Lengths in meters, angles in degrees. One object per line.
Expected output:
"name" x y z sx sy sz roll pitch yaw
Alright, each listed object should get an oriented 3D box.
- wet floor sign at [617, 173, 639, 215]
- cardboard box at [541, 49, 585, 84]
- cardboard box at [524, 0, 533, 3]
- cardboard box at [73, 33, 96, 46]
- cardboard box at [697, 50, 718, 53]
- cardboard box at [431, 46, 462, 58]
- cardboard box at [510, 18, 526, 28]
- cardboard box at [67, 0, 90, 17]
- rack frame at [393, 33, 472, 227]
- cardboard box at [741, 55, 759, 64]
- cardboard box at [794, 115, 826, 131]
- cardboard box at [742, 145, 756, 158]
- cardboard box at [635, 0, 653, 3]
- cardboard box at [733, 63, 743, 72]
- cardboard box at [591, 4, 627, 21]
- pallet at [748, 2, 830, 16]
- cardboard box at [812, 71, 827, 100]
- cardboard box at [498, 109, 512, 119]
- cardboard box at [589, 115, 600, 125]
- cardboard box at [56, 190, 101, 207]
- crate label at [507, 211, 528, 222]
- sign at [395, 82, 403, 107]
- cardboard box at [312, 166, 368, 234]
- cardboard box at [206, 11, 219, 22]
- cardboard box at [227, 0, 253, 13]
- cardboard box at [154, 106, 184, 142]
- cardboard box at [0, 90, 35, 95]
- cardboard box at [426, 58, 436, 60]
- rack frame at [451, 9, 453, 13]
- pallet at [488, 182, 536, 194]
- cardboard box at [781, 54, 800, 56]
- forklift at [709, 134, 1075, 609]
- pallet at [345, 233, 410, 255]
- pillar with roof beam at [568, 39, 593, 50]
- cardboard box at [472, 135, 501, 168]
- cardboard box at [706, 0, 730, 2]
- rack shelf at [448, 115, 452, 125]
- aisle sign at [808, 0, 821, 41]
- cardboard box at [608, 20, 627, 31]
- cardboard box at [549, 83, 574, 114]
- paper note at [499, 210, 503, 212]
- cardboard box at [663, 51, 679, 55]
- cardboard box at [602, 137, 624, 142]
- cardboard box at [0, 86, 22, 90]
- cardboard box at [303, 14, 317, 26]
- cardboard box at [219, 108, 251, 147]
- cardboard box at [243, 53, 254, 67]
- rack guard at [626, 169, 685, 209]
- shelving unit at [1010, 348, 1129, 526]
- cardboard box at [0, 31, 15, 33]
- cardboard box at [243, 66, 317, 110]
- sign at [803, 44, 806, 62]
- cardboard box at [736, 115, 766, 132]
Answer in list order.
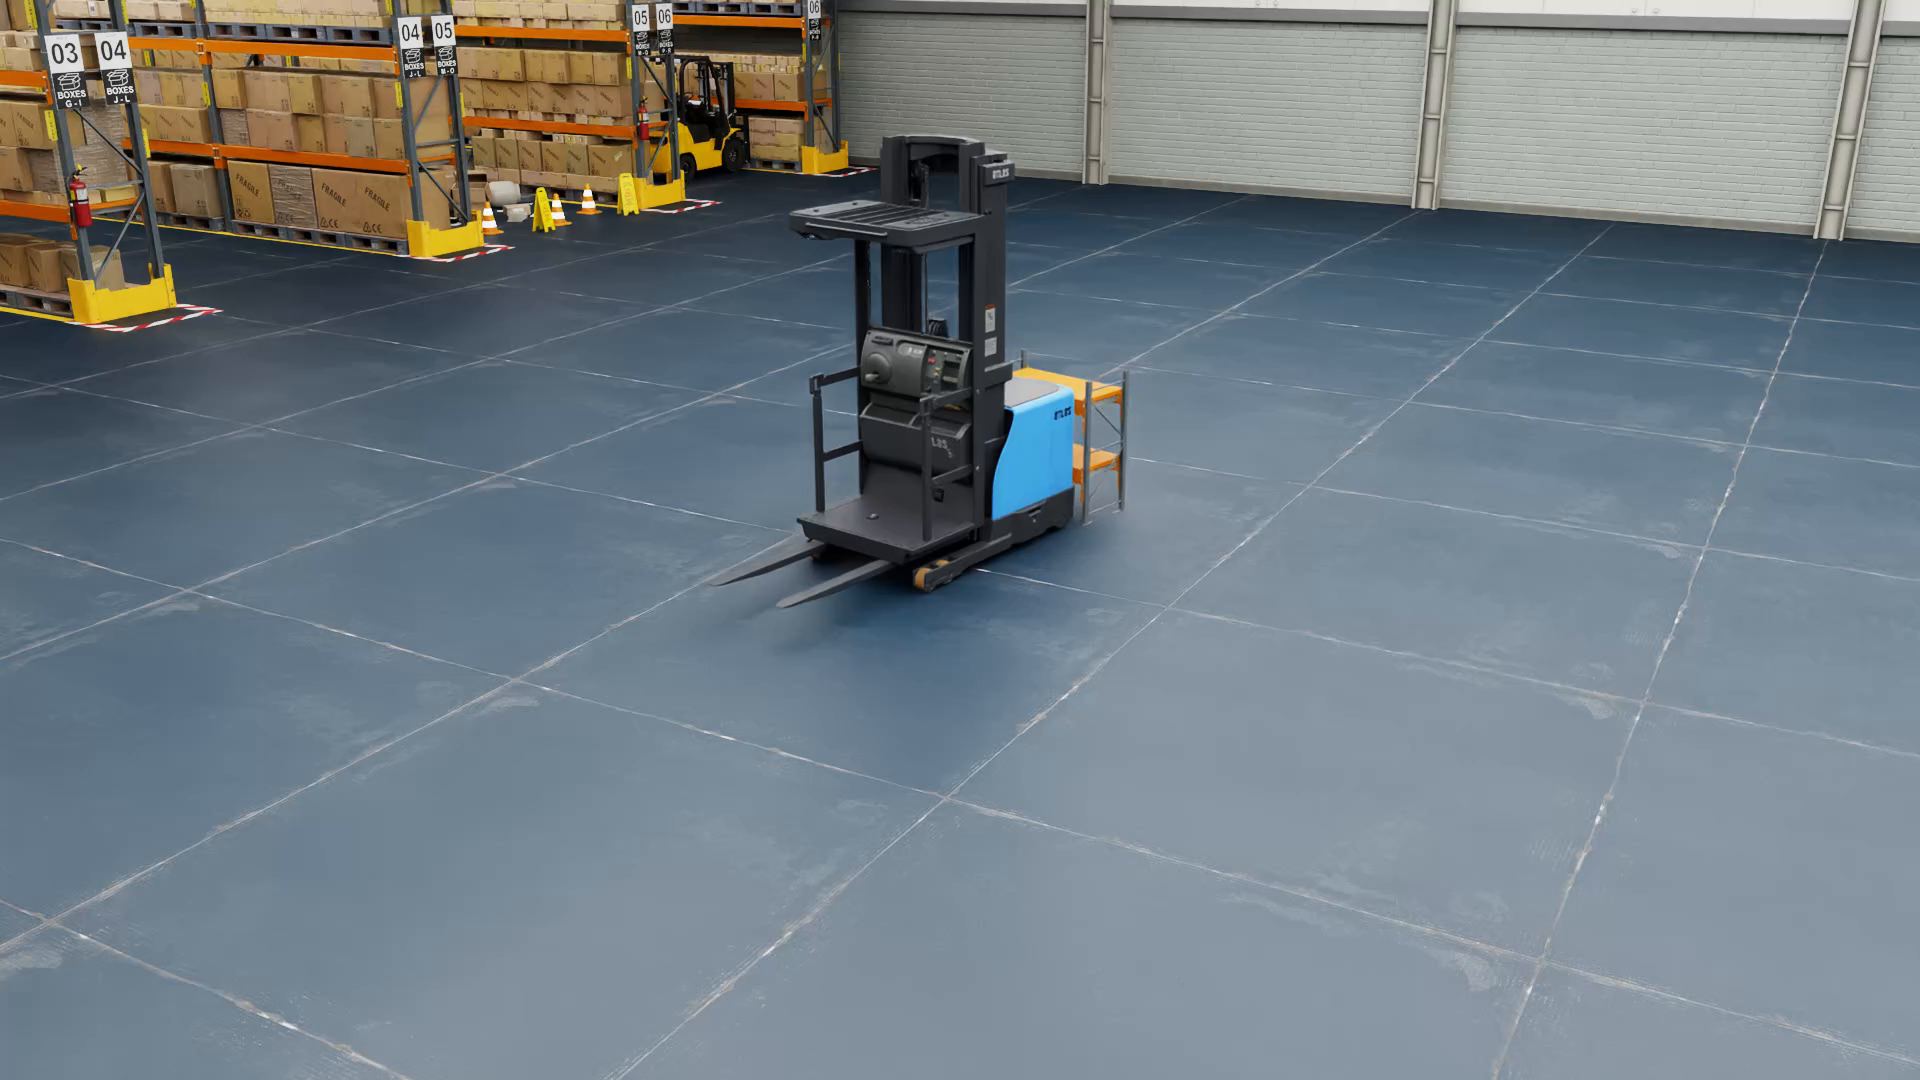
"wet floor sign" -5.377 -5.588 26.823 0.267 0.644 0.232 -16 26 -38
"cardboard box" -6.507 -7.862 27.591 0.500 0.500 0.700 10 22 27
"cardboard box" -6.999 -8.993 27.559 0.250 0.149 0.380 11 23 28
"cardboard box" -9.981 -5.736 19.016 0.250 0.149 0.380 11 22 27
"cardboard box" -4.984 -9.600 32.897 0.250 0.149 0.380 10 22 26
"cardboard box" -11.103 -10.316 35.637 0.637 0.503 0.797 10 22 26
"cardboard box" -7.277 -8.637 27.745 0.250 0.149 0.380 10 22 26
"cardboard box" -13.369 -8.200 25.629 0.500 0.250 0.500 11 23 29
"rack frame" -7.346 -5.554 23.278 0.127 3.000 1.000 11 23 27
"cardboard box" -3.953 -9.153 31.664 0.250 0.149 0.380 11 23 29
"cardboard box" -2.930 -8.034 32.065 0.500 0.250 0.500 10 22 26
"cardboard box" -4.029 -7.583 32.288 0.500 0.250 0.500 11 23 28
"cardboard box" -5.231 -8.831 27.113 0.250 0.149 0.380 11 22 27
"cardboard box" -4.174 -9.055 31.832 0.250 0.149 0.380 11 23 28
"cardboard box" -5.599 -8.529 26.864 0.500 0.250 0.500 10 22 27
"pallet" -3.208 -10.017 31.311 1.213 0.211 1.003 11 23 27
"cardboard box" -2.900 -8.735 31.900 0.500 0.500 0.500 12 23 29
"cardboard box" -7.703 -7.331 28.544 0.250 0.149 0.380 12 23 29
"cardboard box" -5.940 -6.983 27.586 0.250 0.149 0.380 10 22 26
"cardboard box" -10.203 -3.962 19.258 0.250 0.149 0.380 11 23 27
"crate label" -6.986 -5.112 26.256 0.298 0.136 0.250 0 20 -1
"sign" -7.623 -6.051 22.601 0.005 0.325 0.100 11 23 27
"cardboard box" -8.740 -4.992 24.227 0.875 0.875 0.875 10 22 26
"cardboard box" -10.687 -7.594 24.109 0.250 0.149 0.380 10 22 26
"cardboard box" -10.107 -7.695 23.803 0.500 0.250 0.500 11 22 27
"cardboard box" -11.866 -6.358 25.347 0.500 0.500 0.500 11 22 27
"cardboard box" -11.511 -5.173 20.179 0.500 0.500 0.500 11 23 27
"cardboard box" -9.645 -8.427 29.999 0.500 0.500 0.500 11 22 27
"rack frame" -8.513 -10.530 28.198 0.127 3.000 1.000 11 23 27
"pallet" -7.909 -6.298 29.417 1.213 0.211 1.003 11 23 27
"cardboard box" -3.242 -9.227 31.870 0.250 0.149 0.380 11 23 28
"forklift" -0.446 -1.213 11.412 1.130 2.935 3.031 15 25 36
"pallet" -8.083 -4.353 24.056 1.213 0.211 1.003 11 23 27
"pillar with roof beam" -10.109 -11.444 30.716 0.400 9.000 9.100 11 23 27
"cardboard box" -8.129 -6.789 28.998 0.500 0.500 0.500 12 23 30
"cardboard box" -4.446 -10.536 31.699 0.637 0.503 0.797 12 23 29
"rack shelf" -10.259 -7.704 30.260 4.000 0.370 1.077 11 23 27
"aisle sign" -2.689 -9.647 30.748 0.004 0.787 0.394 11 23 27
"cardboard box" -5.469 -8.313 26.852 0.250 0.149 0.380 11 23 28
"cardboard box" -6.499 -7.409 27.808 0.500 0.500 0.500 11 23 27
"paper note" -7.485 -5.394 27.208 0.148 0.019 0.142 -16 26 -38
"cardboard box" -5.681 -9.527 32.697 0.250 0.149 0.380 11 23 28
"cardboard box" -6.070 -6.608 28.500 0.500 0.500 0.500 10 22 25
"cardboard box" -15.200 -7.231 26.781 0.250 0.149 0.380 10 22 27
"cardboard box" -8.911 -7.257 23.178 0.250 0.149 0.380 11 23 28
"cardboard box" -10.511 -6.232 24.927 0.550 0.550 0.875 11 23 27
"cardboard box" -13.036 -8.983 31.118 0.500 0.500 0.500 11 23 28
"rack guard" -5.087 -5.882 27.848 0.348 0.500 1.175 11 23 27
"shelving unit" 0.731 -0.820 12.977 1.048 1.125 0.538 17 26 39
"cardboard box" -10.941 -5.701 18.918 0.250 0.149 0.380 11 23 28
"cardboard box" -9.996 -6.669 24.548 0.550 0.550 0.875 11 23 27
"sign" -2.880 -9.019 30.786 0.005 0.325 0.100 11 23 27
"cardboard box" -4.051 -8.046 32.097 0.500 0.250 0.500 11 23 28
